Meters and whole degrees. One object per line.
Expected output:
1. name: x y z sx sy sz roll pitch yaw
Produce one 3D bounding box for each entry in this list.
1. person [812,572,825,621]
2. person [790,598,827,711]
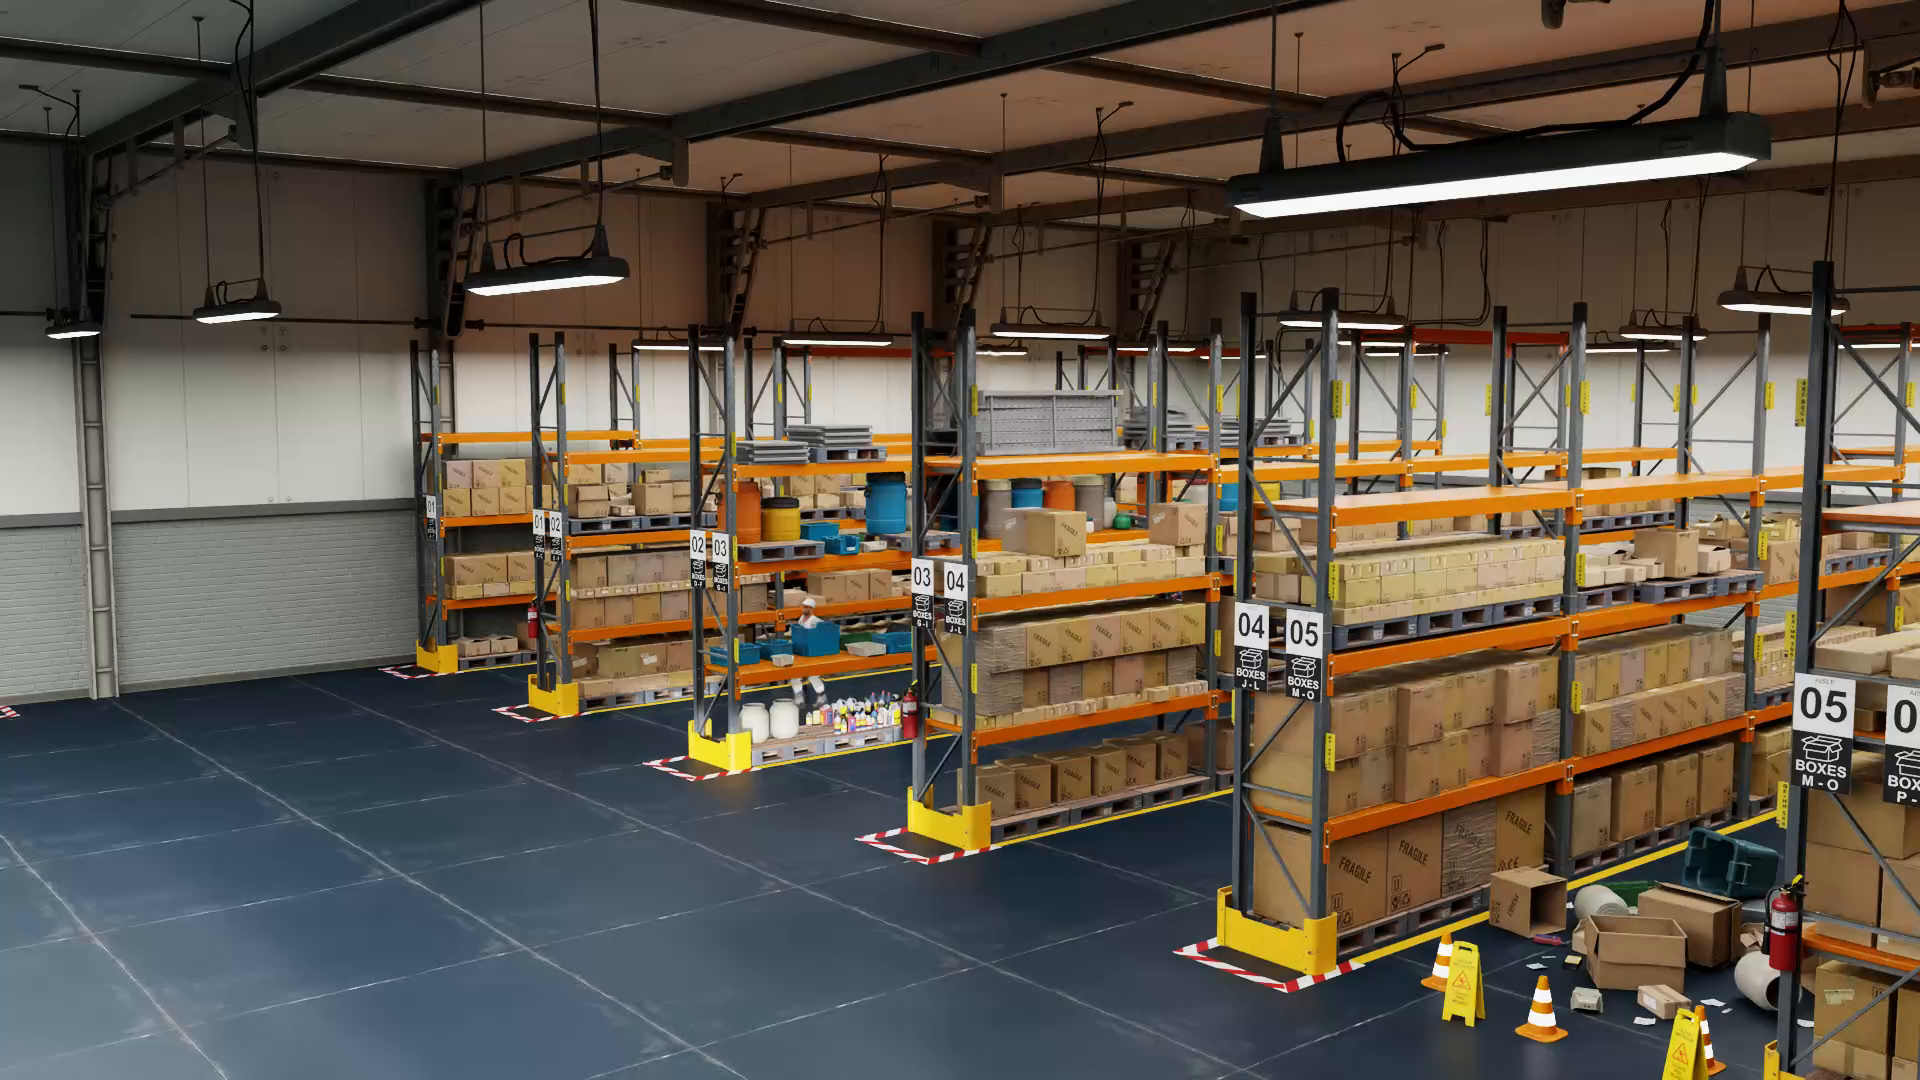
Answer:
1. person: -2.754 1.419 31.821 0.536 1.609 0.555 -3 6 -33
2. person: -2.421 1.839 26.319 0.631 1.844 0.735 5 7 42
